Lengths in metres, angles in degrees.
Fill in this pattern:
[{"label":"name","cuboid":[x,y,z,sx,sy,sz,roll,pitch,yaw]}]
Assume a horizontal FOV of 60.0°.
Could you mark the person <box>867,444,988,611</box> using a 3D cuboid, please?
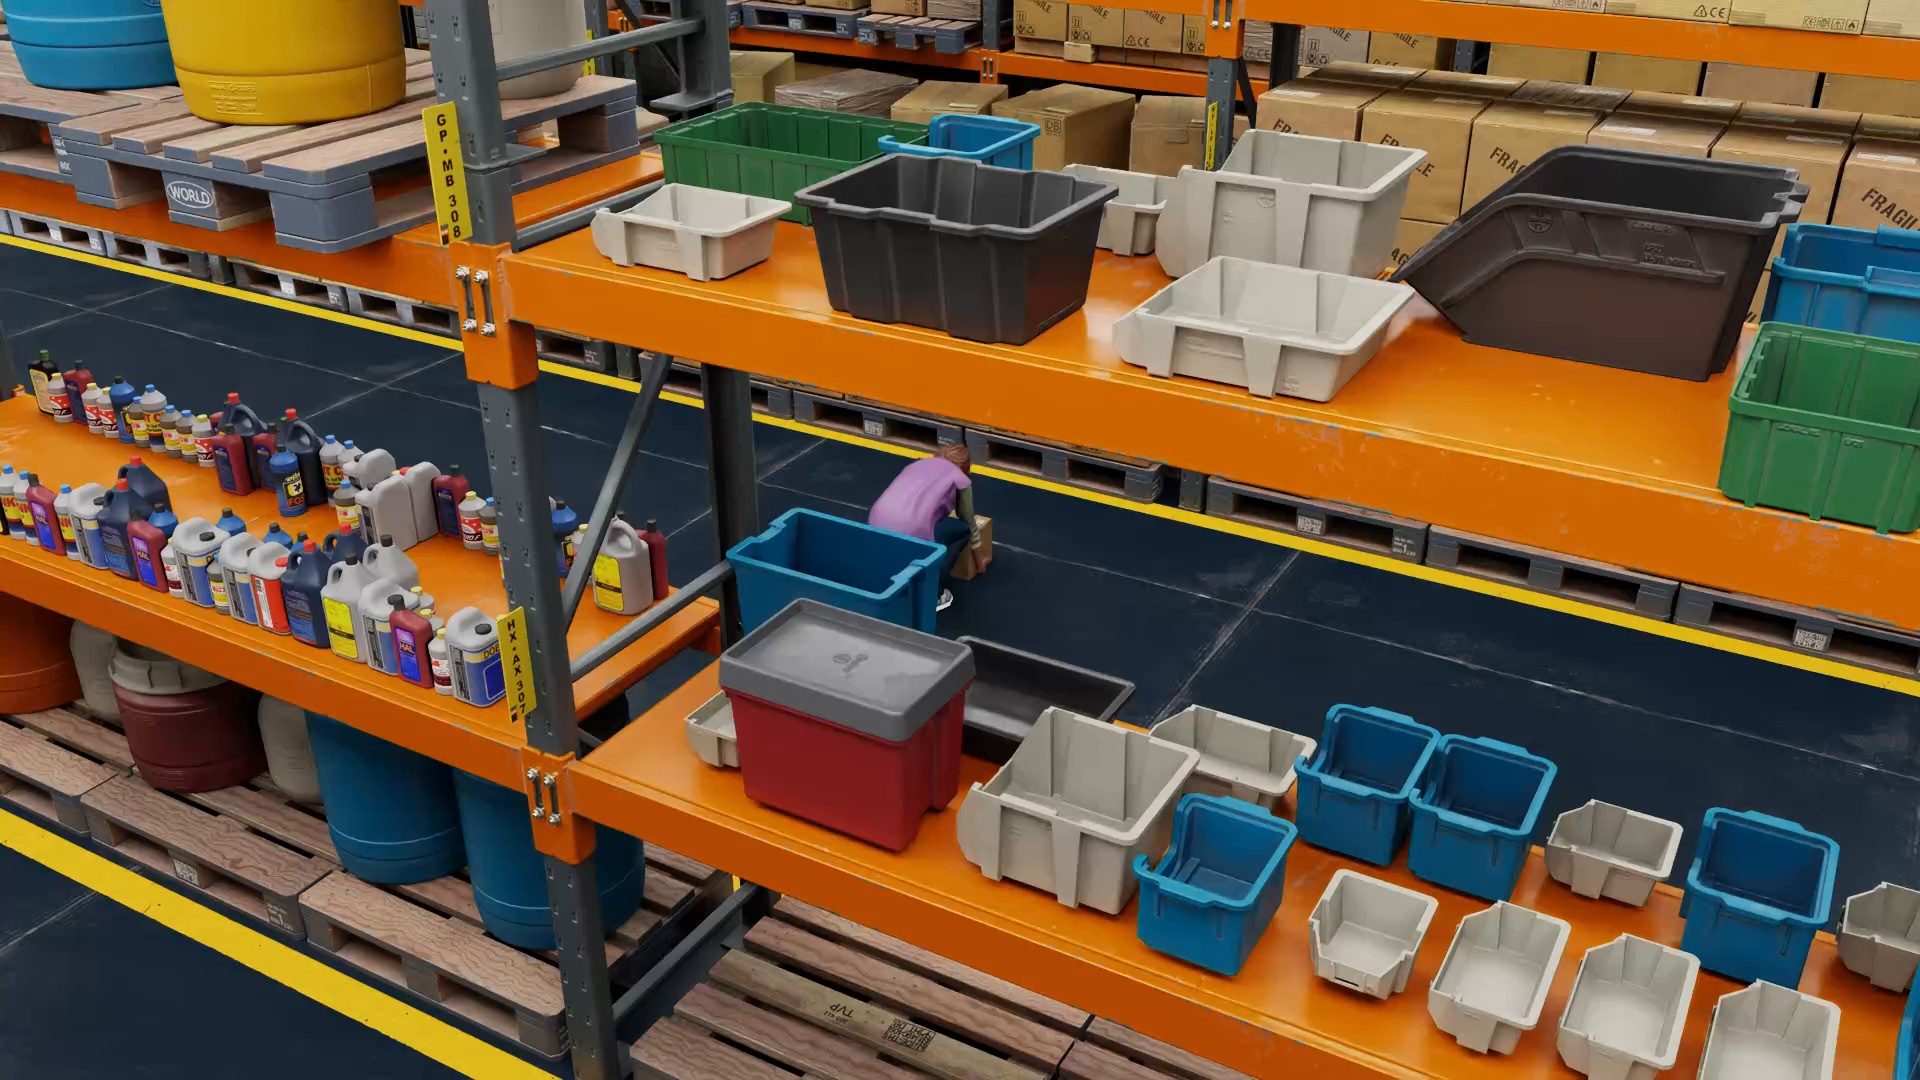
[{"label":"person","cuboid":[-0.159,-0.035,8.229,0.419,0.715,0.868,14,30,25]}]
